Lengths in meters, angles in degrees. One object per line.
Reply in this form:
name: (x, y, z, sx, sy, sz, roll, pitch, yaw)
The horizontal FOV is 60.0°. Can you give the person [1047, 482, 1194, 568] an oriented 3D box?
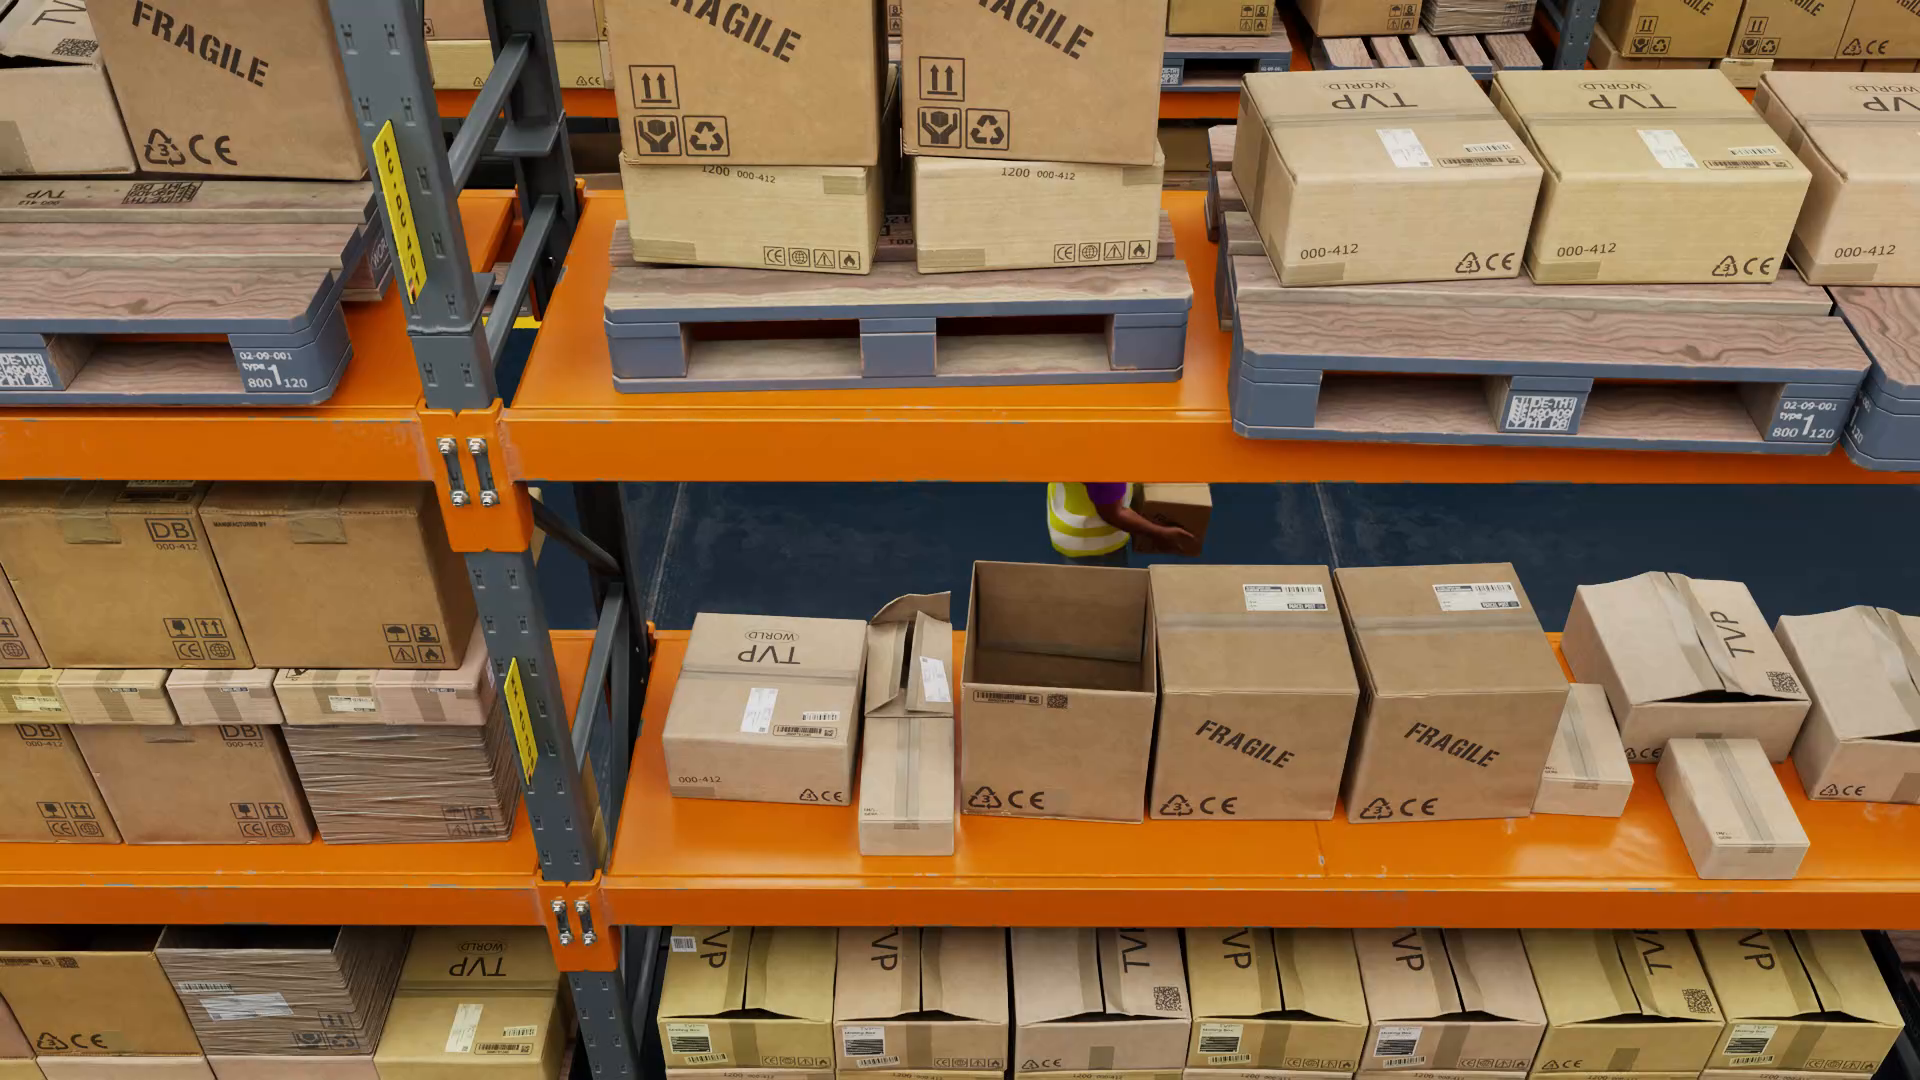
person: (0.583, -0.059, 6.206, 0.541, 1.770, 0.548, 0, 39, 0)
